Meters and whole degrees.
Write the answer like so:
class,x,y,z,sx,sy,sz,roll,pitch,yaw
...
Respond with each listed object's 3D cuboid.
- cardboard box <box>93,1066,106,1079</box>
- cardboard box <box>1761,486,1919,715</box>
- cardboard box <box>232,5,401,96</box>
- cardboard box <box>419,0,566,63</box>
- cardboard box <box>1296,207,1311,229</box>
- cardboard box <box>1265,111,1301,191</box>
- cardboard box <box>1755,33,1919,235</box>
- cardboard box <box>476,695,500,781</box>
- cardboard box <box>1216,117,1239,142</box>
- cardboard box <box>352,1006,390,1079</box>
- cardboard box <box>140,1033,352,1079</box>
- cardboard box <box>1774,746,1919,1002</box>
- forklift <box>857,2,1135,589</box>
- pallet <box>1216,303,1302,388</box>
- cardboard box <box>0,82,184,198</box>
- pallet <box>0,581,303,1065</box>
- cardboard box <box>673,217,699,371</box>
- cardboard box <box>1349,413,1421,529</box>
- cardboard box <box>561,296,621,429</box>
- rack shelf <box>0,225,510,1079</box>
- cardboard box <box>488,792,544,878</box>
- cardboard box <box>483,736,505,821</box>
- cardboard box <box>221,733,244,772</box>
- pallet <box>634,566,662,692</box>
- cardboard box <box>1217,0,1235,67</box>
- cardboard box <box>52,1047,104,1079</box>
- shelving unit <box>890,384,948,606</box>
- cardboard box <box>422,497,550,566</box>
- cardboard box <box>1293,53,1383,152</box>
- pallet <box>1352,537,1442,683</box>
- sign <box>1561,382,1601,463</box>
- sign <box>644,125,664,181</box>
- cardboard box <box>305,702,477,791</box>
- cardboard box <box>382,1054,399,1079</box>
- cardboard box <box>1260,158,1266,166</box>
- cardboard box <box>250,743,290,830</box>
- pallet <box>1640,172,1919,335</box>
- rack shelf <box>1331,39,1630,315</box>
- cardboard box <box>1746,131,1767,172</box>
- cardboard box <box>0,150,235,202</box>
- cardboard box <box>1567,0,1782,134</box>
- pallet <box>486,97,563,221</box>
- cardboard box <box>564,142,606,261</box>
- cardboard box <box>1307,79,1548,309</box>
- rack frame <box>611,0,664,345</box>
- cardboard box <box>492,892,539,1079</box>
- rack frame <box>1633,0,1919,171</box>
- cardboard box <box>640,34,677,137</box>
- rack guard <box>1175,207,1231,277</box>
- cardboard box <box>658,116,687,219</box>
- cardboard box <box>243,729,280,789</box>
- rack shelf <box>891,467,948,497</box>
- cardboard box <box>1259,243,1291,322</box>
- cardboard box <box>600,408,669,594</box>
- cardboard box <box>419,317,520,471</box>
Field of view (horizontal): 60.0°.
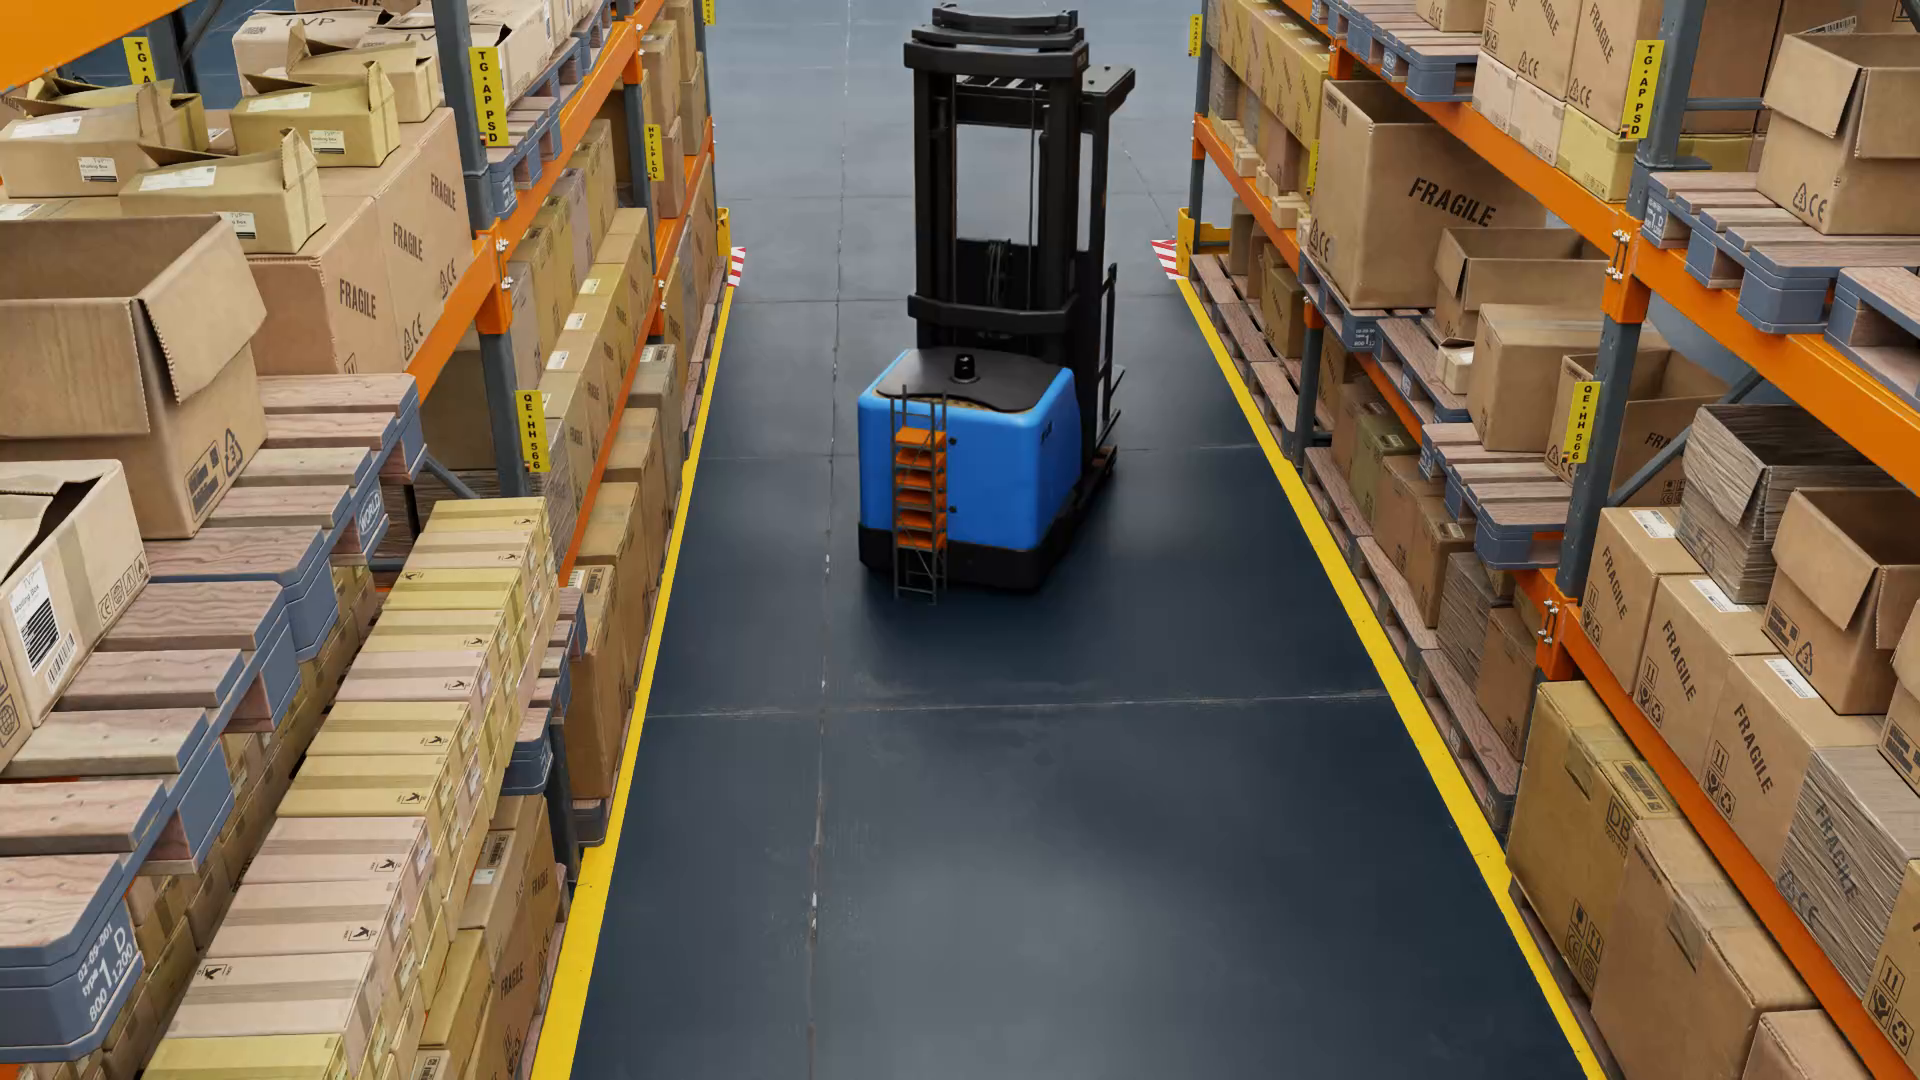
class,x,y,z,sx,sy,sz,roll,pitch,yaw
cardboard box,-2.157,1.343,3.750,0.380,0.149,0.250,-3,28,-5
cardboard box,2.902,0.176,4.975,0.797,0.503,0.637,-1,28,-1
cardboard box,-2.464,-1.897,6.434,0.500,0.311,0.500,-1,28,-3
cardboard box,-1.981,-2.230,7.072,0.500,0.311,0.500,-2,28,-4
cardboard box,2.379,-2.034,10.678,0.380,0.149,0.250,-1,28,-3
cardboard box,2.561,-2.667,11.189,0.875,0.500,0.500,-1,28,-3
cardboard box,2.953,-1.256,5.104,0.797,0.503,0.637,0,28,0
cardboard box,-1.574,0.585,4.880,0.380,0.149,0.250,-2,28,-3
cardboard box,2.200,-3.188,12.890,0.380,0.149,0.250,-1,28,-3
cardboard box,-1.506,1.188,3.724,0.380,0.149,0.250,-3,28,-5
cardboard box,-1.493,1.168,3.441,0.380,0.149,0.250,-1,28,-2
cardboard box,2.686,0.919,4.637,0.500,0.500,0.500,-1,28,-2
forklift,0.364,-1.693,9.826,1.130,2.935,3.031,8,29,16
pallet,2.503,-1.458,12.318,1.003,0.211,1.213,-1,28,-3
cardboard box,-2.284,-1.066,4.370,0.396,0.266,0.258,-1,28,-3
pallet,-1.827,0.412,2.675,1.213,0.211,1.003,-1,28,-3
cardboard box,-2.332,-1.700,11.610,0.875,0.875,0.875,-1,28,-2
cardboard box,2.657,-0.403,9.506,0.700,0.500,0.500,-2,28,-3
cardboard box,-1.943,-0.856,8.040,0.500,0.500,0.500,-2,28,-3
rack shelf,-2.005,0.012,4.017,1.077,0.370,4.000,-1,28,-3
cardboard box,-1.812,0.999,6.030,0.500,0.250,0.500,-2,28,-4
cardboard box,-1.575,0.714,4.954,0.380,0.149,0.250,-3,28,-5
cardboard box,-2.209,0.586,4.557,0.380,0.149,0.250,-1,28,-1
pallet,-2.136,0.408,8.739,1.003,0.211,1.213,-1,28,-3
cardboard box,2.207,-3.796,12.273,0.500,0.500,0.500,-1,28,-3
cardboard box,-2.162,1.199,3.704,0.380,0.149,0.250,-2,28,-4
shelving unit,-0.215,-0.228,8.890,0.258,1.200,0.189,8,29,16
cardboard box,-1.626,-0.024,5.726,0.380,0.149,0.250,-2,28,-5
cardboard box,2.342,-2.641,10.060,0.500,0.500,0.500,-1,28,-3
pallet,2.749,0.340,8.870,1.003,0.211,1.213,-1,28,-3
sign,2.307,-0.434,6.173,0.100,0.325,0.005,-1,28,-3
sign,-1.777,-2.244,9.642,0.100,0.325,0.005,-1,28,-3
cardboard box,-1.561,0.573,4.581,0.380,0.149,0.250,0,28,0
cardboard box,-1.503,1.320,3.794,0.380,0.149,0.250,-1,28,-2
cardboard box,2.335,-2.612,11.786,0.380,0.149,0.250,-1,28,-3
cardboard box,-2.227,0.732,4.920,0.380,0.149,0.250,-1,28,-1
pallet,2.935,-0.924,5.238,1.213,0.211,1.003,0,28,0
rack shelf,2.744,-1.908,7.699,1.077,0.370,4.000,-1,28,-3
cardboard box,3.079,-1.460,6.225,0.500,0.250,0.500,-1,28,-2
cardboard box,-2.312,-0.774,4.638,0.500,0.500,0.500,-1,28,-3
cardboard box,2.574,-1.784,6.034,0.500,0.500,0.500,-1,28,-1
pallet,-2.196,-1.443,6.233,1.213,0.211,1.003,0,28,0
cardboard box,-2.258,-1.769,8.708,0.700,0.500,0.500,-2,28,-3
cardboard box,2.542,-1.903,9.052,1.000,1.000,1.000,-1,28,-2
rack frame,-2.318,-1.748,9.857,1.000,3.000,0.127,-1,28,-3
cardboard box,-1.791,1.559,5.766,0.500,0.500,0.500,0,28,-1
rack frame,2.849,-2.633,5.068,1.000,3.000,0.127,-1,28,-3
cardboard box,-2.339,-2.968,10.867,0.875,0.550,0.550,-1,28,-3
rack guard,2.435,-2.525,14.050,1.175,0.500,0.348,-1,28,-3
cardboard box,-2.312,-2.490,11.118,0.875,0.550,0.550,-1,28,-3
cardboard box,-2.226,0.601,4.850,0.380,0.149,0.250,-1,28,-3
rack shelf,-0.215,-0.295,8.855,0.258,0.103,0.180,8,29,16
cardboard box,2.526,-1.892,12.383,0.500,0.500,0.500,1,28,2
cardboard box,-2.150,-0.206,8.881,1.050,0.750,0.750,-1,28,-3
cardboard box,-2.123,-0.596,6.459,0.700,0.500,0.500,-2,28,-3
